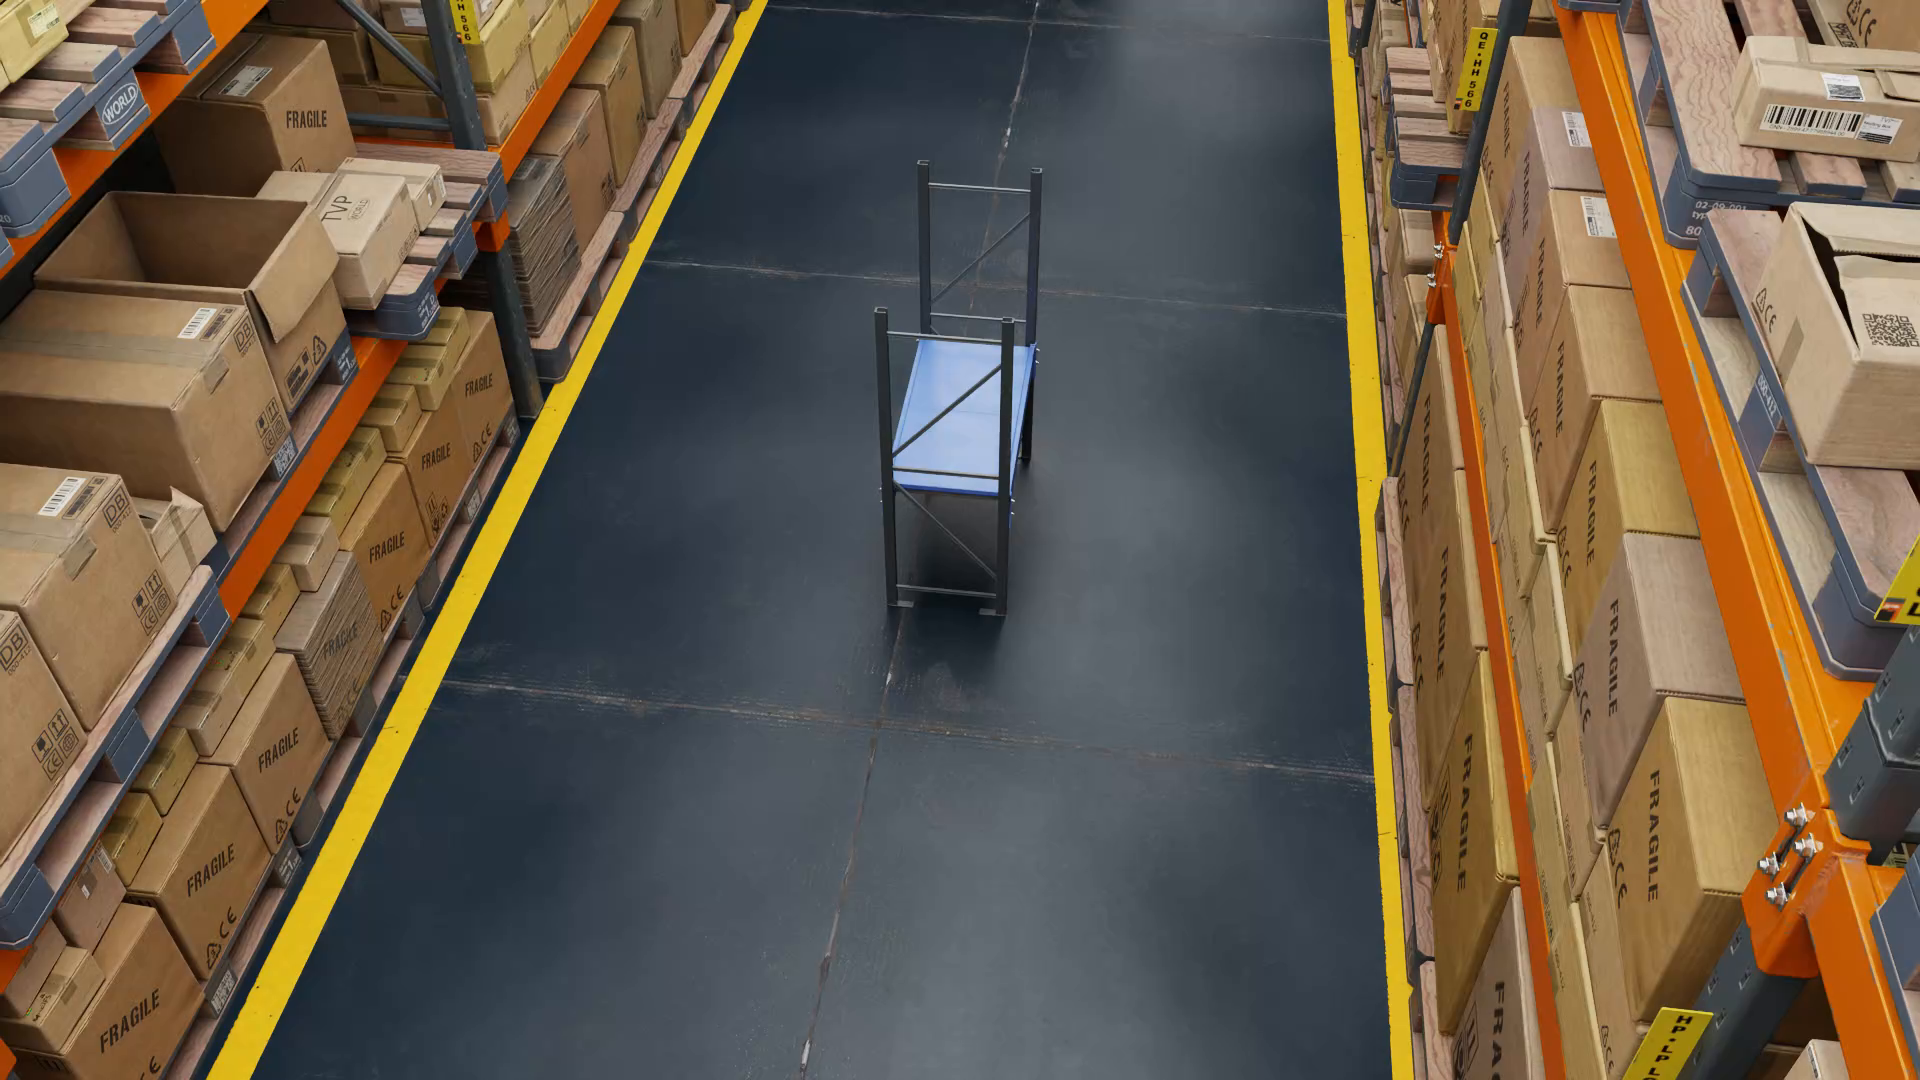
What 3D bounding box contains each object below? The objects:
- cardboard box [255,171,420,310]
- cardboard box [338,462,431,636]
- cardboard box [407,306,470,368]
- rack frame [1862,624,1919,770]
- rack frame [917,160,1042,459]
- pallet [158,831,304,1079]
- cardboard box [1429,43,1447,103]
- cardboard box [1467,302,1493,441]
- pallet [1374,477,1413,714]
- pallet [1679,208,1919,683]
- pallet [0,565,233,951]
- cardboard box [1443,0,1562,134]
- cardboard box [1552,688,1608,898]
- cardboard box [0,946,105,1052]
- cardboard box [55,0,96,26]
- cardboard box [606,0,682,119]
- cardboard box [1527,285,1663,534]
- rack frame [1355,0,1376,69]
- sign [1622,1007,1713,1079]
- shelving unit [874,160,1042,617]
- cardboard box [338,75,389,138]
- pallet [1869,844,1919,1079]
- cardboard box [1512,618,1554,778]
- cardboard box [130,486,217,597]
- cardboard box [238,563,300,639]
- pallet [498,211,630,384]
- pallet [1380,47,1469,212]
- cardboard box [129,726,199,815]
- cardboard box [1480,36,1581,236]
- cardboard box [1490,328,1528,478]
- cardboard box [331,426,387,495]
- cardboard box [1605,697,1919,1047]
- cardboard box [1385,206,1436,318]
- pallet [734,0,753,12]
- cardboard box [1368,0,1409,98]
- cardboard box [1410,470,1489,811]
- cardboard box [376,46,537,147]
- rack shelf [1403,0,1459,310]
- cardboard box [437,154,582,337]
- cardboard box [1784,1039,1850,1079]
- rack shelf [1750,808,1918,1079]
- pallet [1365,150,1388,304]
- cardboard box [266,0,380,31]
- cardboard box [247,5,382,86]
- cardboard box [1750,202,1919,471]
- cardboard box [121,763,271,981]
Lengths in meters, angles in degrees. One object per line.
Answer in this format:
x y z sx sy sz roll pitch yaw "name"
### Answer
-2.305 -1.089 6.022 0.500 0.250 0.500 3 44 4 "cardboard box"
-2.472 0.021 6.559 0.500 0.500 0.500 7 44 7 "cardboard box"
-2.300 -0.860 7.018 0.380 0.149 0.250 3 44 3 "cardboard box"
1.906 -0.743 1.490 1.000 3.000 0.127 5 44 6 "rack frame"
0.078 -0.949 7.162 0.500 1.500 0.032 5 44 6 "rack frame"
-2.945 1.442 5.574 1.003 0.211 1.213 5 44 6 "pallet"
2.197 -1.962 7.018 0.380 0.149 0.250 5 44 5 "cardboard box"
2.070 -0.574 5.784 0.500 0.250 0.500 4 44 4 "cardboard box"
2.255 0.252 6.830 1.003 0.211 1.213 5 44 6 "pallet"
1.978 -0.214 3.252 0.805 0.209 1.217 4 44 4 "pallet"
-2.801 0.522 4.657 1.003 0.211 1.213 5 44 6 "pallet"
2.219 -1.923 6.504 0.500 0.500 0.500 4 44 4 "cardboard box"
1.782 0.644 4.133 0.500 0.250 0.500 6 44 7 "cardboard box"
-2.704 1.286 4.751 0.380 0.149 0.250 7 44 7 "cardboard box"
-2.404 -1.417 4.188 0.380 0.149 0.250 6 44 6 "cardboard box"
-2.126 -2.871 9.522 0.875 0.625 0.625 5 44 5 "cardboard box"
1.917 -0.343 4.630 0.500 0.500 0.500 6 44 6 "cardboard box"
2.963 -4.017 9.311 1.000 3.000 0.127 5 44 6 "rack frame"
1.366 1.001 3.227 0.100 0.325 0.005 5 44 6 "sign"
0.011 -0.603 6.796 0.538 1.500 1.048 5 44 6 "shelving unit"
-2.680 -2.015 7.305 0.500 0.250 0.500 4 44 5 "cardboard box"
1.787 0.935 1.964 1.003 0.211 1.213 5 44 6 "pallet"
1.869 0.472 4.679 0.500 0.250 0.500 4 44 4 "cardboard box"
-2.451 -0.029 4.891 0.396 0.266 0.258 7 44 8 "cardboard box"
-2.587 0.204 5.894 0.380 0.149 0.250 5 44 6 "cardboard box"
-2.339 -1.284 8.453 1.003 0.211 1.213 5 44 6 "pallet"
2.423 -1.716 7.021 1.213 0.211 1.003 5 44 6 "pallet"
-2.699 0.726 5.342 0.380 0.149 0.250 5 44 5 "cardboard box"
2.127 -1.376 5.722 0.500 0.500 0.500 4 44 4 "cardboard box"
1.975 -0.404 5.241 0.500 0.250 0.500 5 44 5 "cardboard box"
-2.464 -0.320 6.447 0.380 0.149 0.250 6 44 7 "cardboard box"
1.716 0.709 3.520 0.500 0.500 0.500 7 44 7 "cardboard box"
2.608 -1.377 8.128 0.950 0.372 0.625 4 44 5 "cardboard box"
-1.811 -3.991 11.311 1.003 0.211 1.213 5 44 6 "pallet"
2.896 -2.857 9.692 0.950 0.372 0.625 6 44 6 "cardboard box"
2.139 0.399 5.887 0.875 0.875 0.875 6 44 6 "cardboard box"
-2.185 -1.965 7.253 0.500 0.250 0.500 5 44 6 "cardboard box"
2.699 -2.393 8.118 1.077 0.370 4.000 5 44 6 "rack shelf"
-2.390 -1.453 8.025 0.875 0.625 0.625 7 44 7 "cardboard box"
1.607 0.992 2.749 0.380 0.149 0.250 5 44 5 "cardboard box"
1.641 1.970 1.329 1.077 0.370 4.000 5 44 6 "rack shelf"
2.703 -1.640 8.828 1.003 0.211 1.213 5 44 6 "pallet"
-2.644 -2.251 6.901 0.380 0.149 0.250 7 44 7 "cardboard box"
-2.702 -2.198 7.135 0.500 0.250 0.500 6 44 6 "cardboard box"
1.814 -0.394 3.062 0.500 0.311 0.500 5 44 6 "cardboard box"
-2.667 1.069 5.452 0.500 0.500 0.500 5 44 5 "cardboard box"
